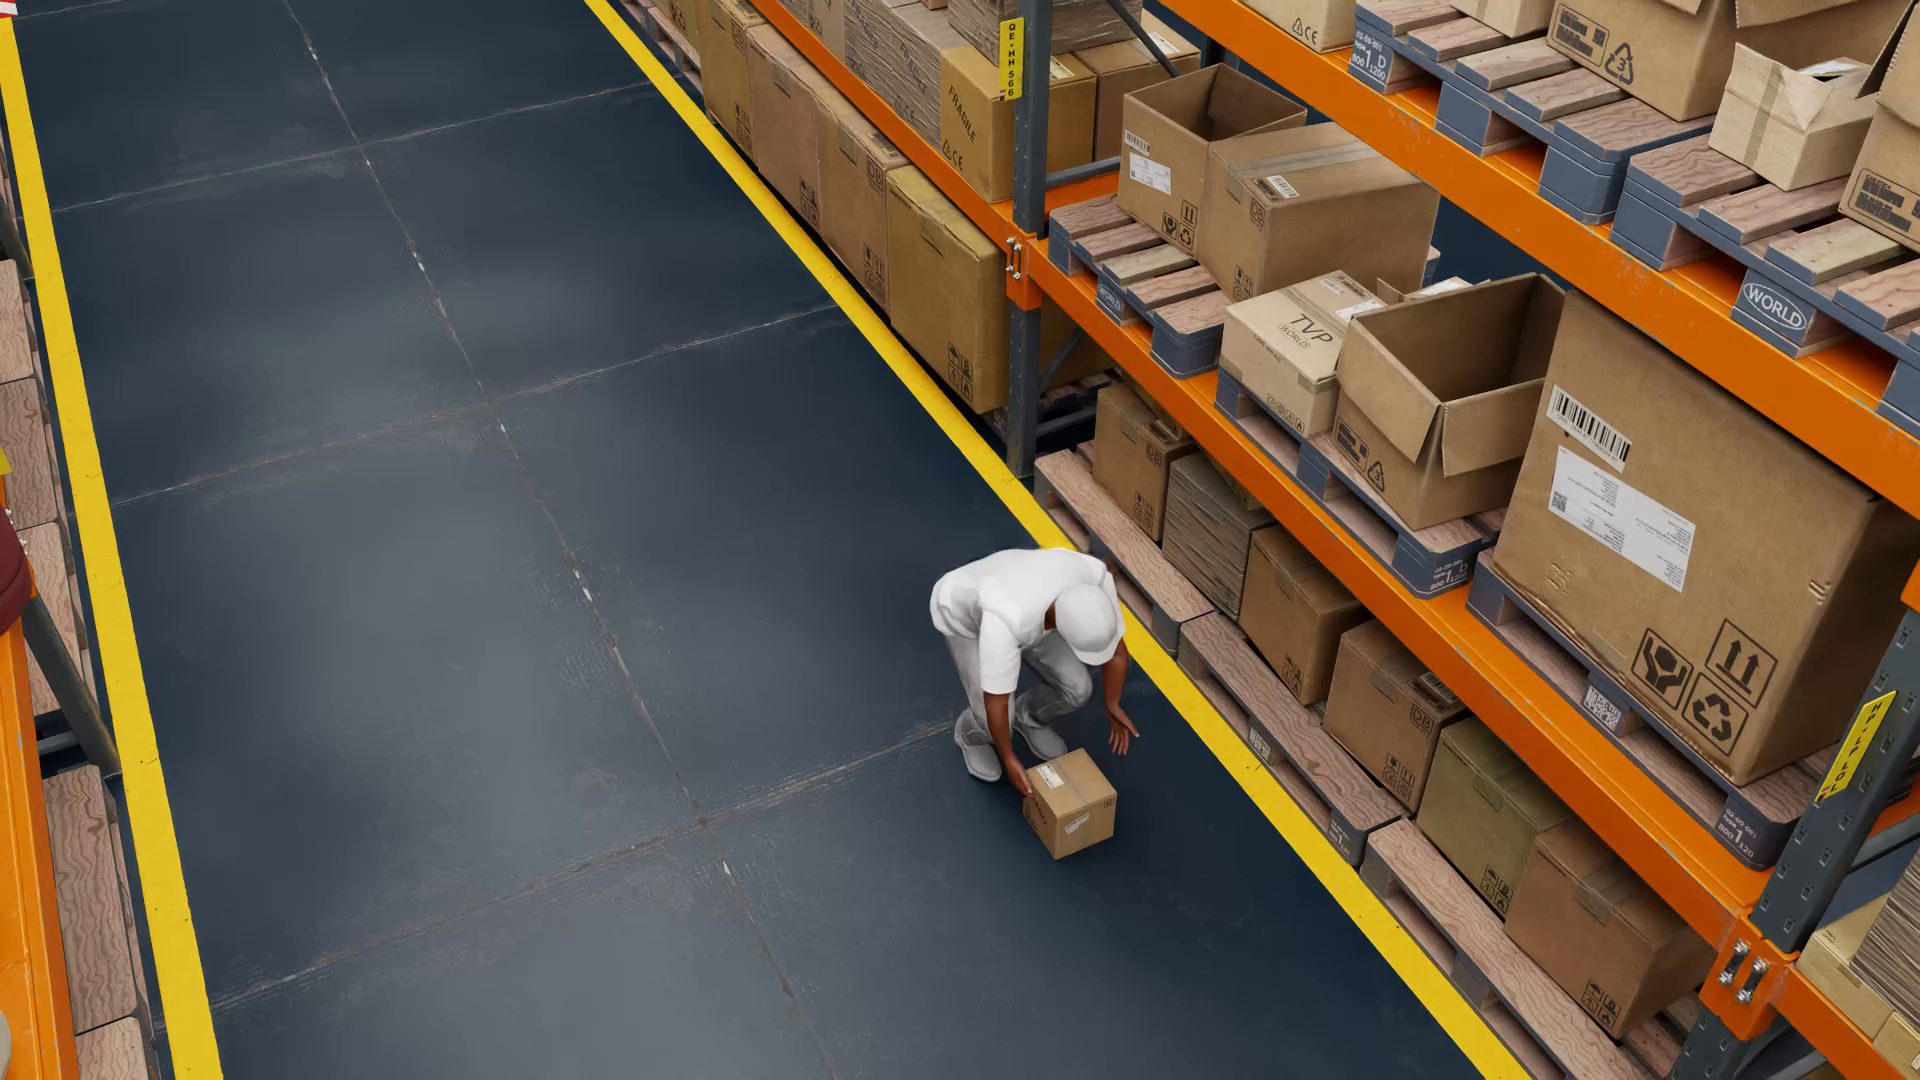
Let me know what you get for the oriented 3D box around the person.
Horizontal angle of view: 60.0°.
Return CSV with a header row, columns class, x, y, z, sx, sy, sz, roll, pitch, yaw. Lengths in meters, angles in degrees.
class,x,y,z,sx,sy,sz,roll,pitch,yaw
person,0.271,0.420,6.136,0.611,1.140,0.862,-19,44,-20
